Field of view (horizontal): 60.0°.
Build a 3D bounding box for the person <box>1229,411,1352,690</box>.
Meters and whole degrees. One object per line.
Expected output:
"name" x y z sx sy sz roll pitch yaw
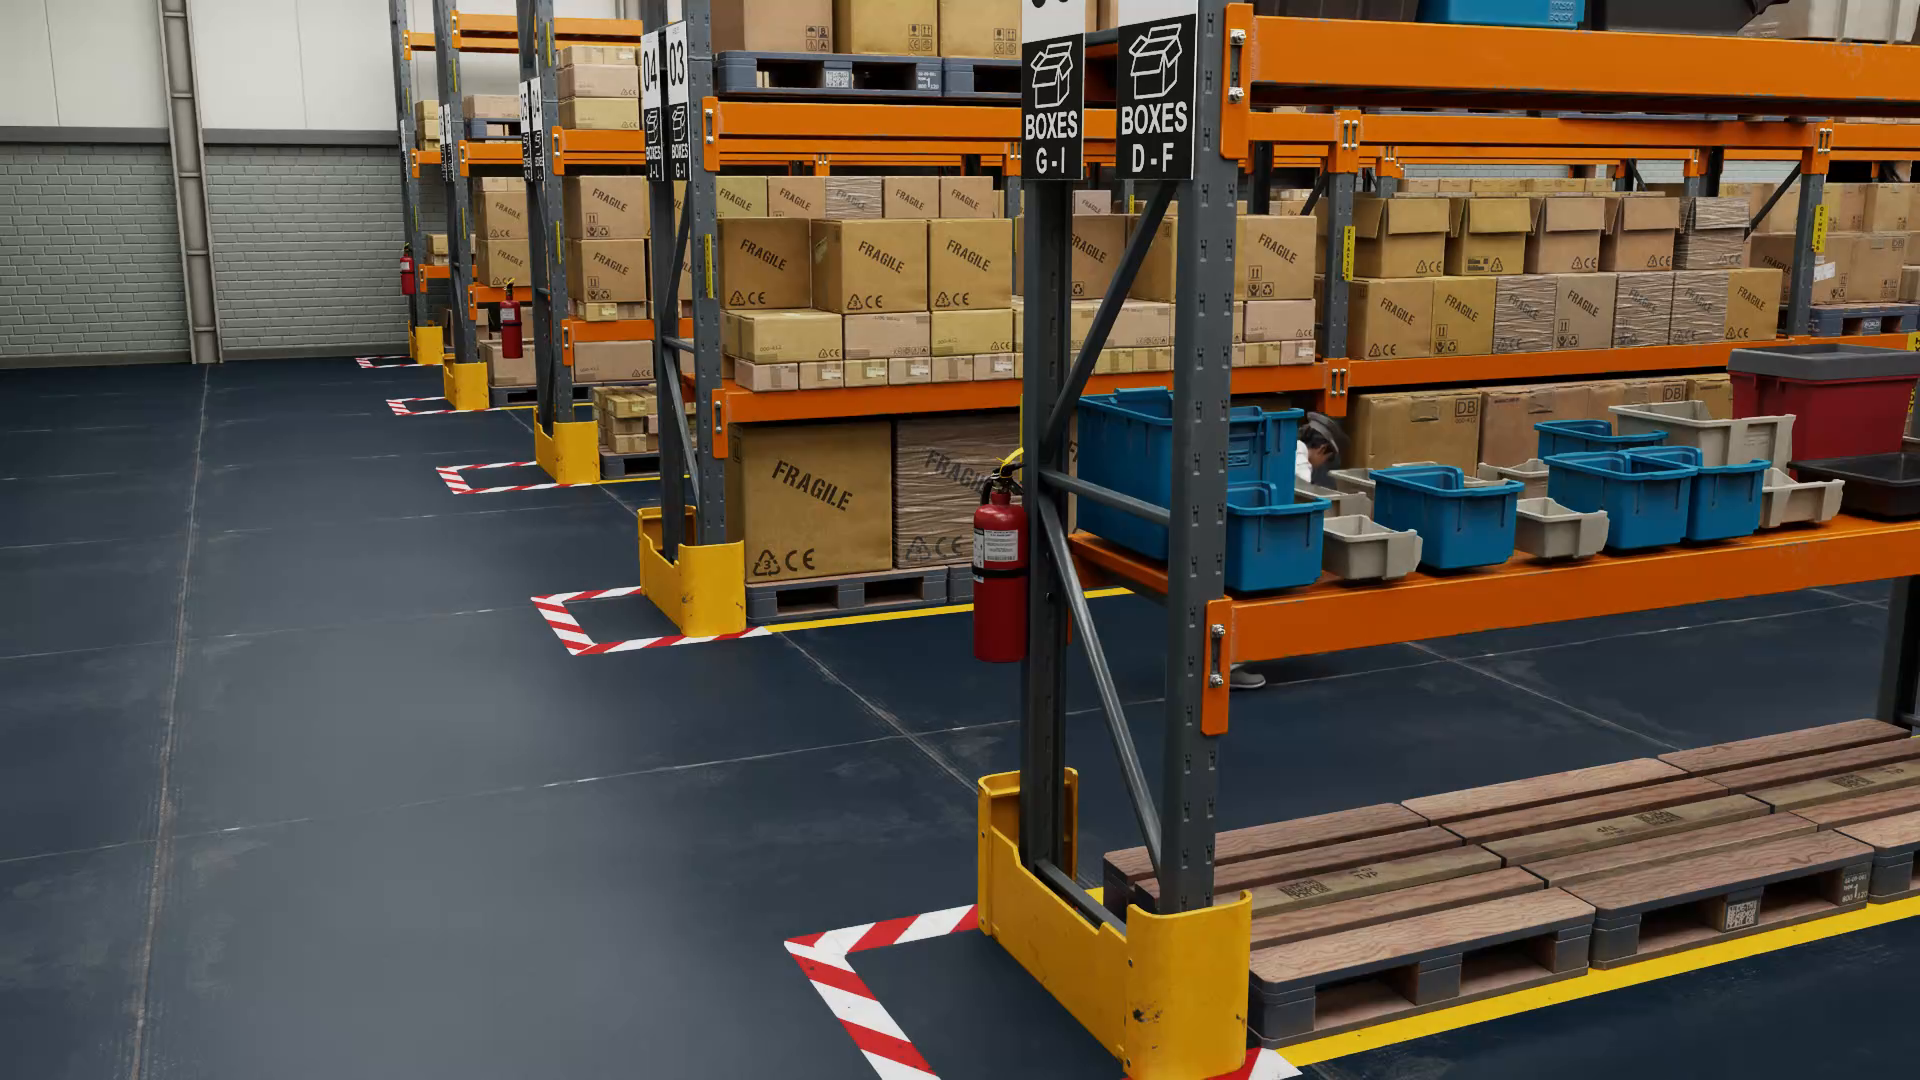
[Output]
"person" 1.506 0.043 8.144 0.887 1.299 0.410 -6 13 -24
